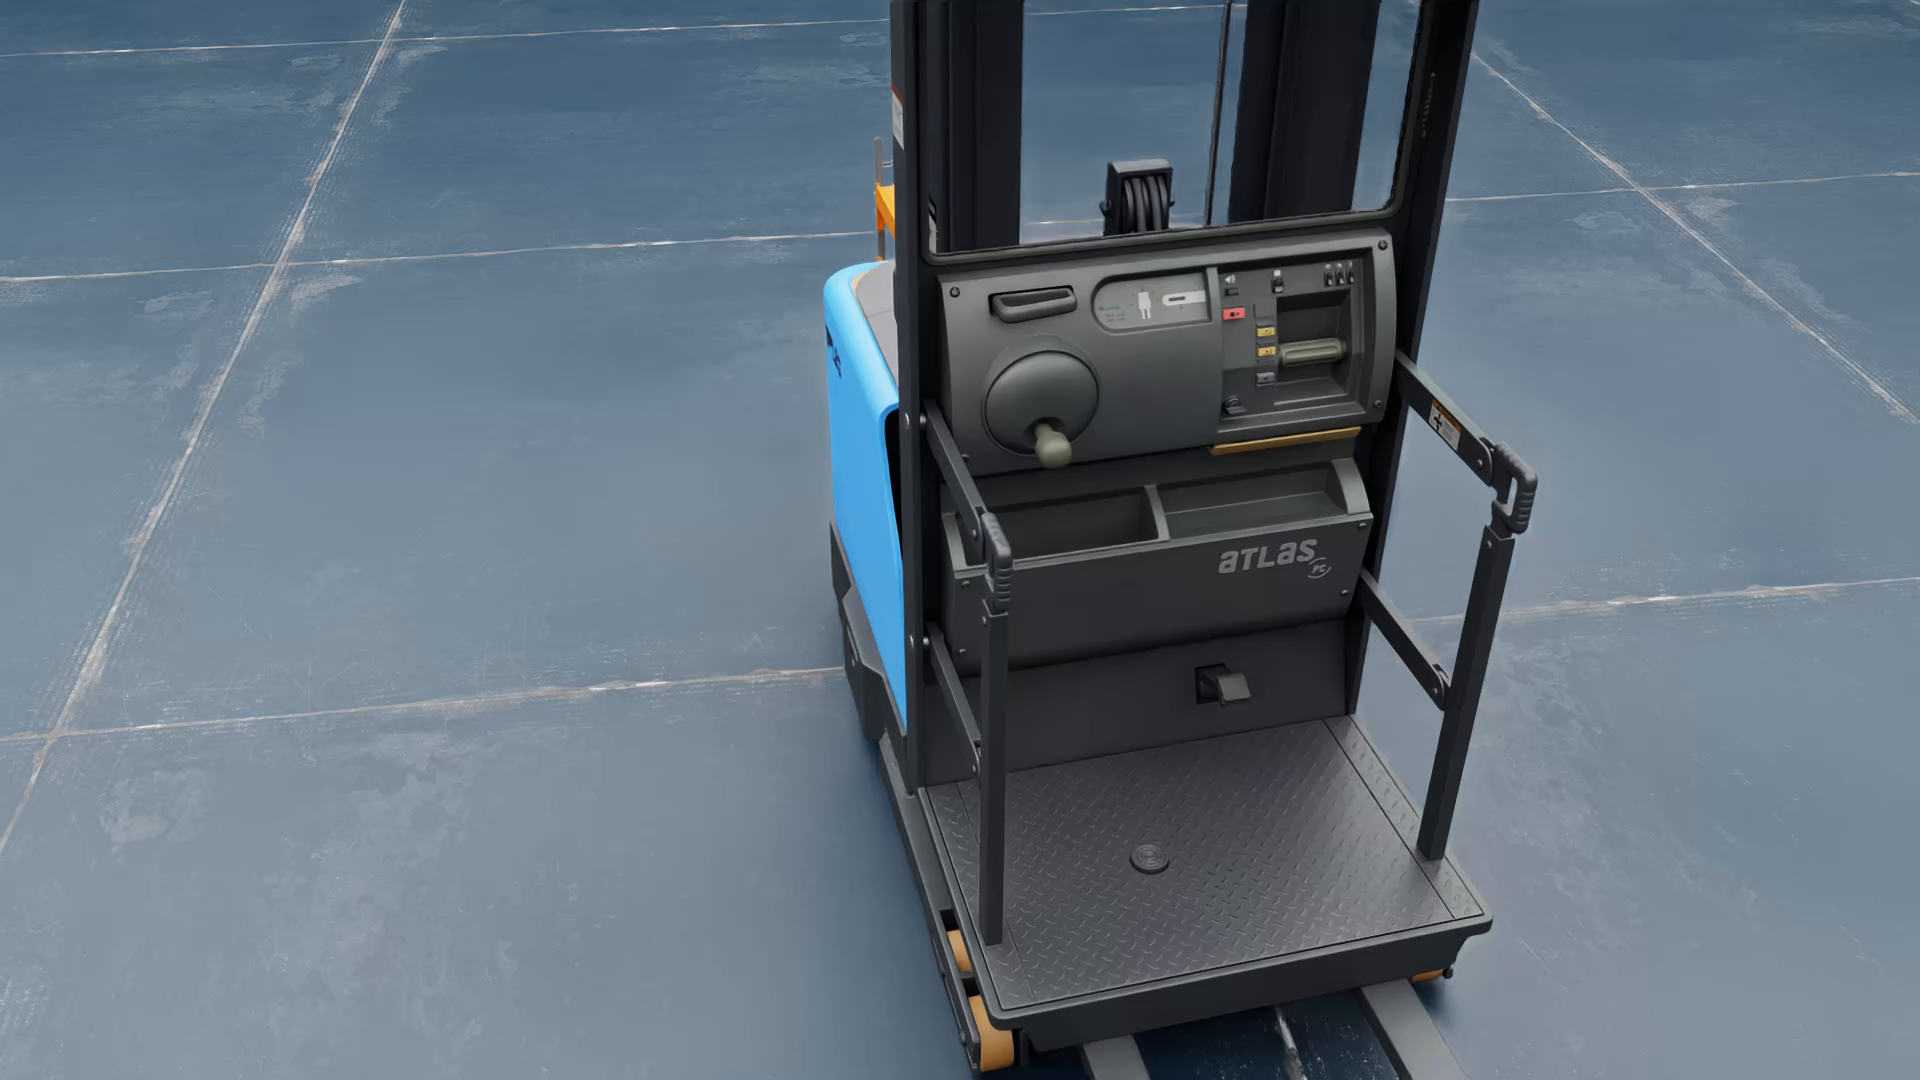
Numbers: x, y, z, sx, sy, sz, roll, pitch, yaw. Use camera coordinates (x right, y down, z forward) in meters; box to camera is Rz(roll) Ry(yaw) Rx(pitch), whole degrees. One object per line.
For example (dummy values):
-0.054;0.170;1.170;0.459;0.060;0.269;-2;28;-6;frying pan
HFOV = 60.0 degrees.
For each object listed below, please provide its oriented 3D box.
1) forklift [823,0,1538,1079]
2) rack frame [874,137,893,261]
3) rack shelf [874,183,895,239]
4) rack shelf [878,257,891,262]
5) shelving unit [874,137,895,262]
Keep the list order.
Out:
0.477;-0.313;3.107;1.130;2.935;3.031;-8;35;-12;forklift
-0.131;-0.687;5.193;0.240;1.200;0.015;-8;35;-12;rack frame
-0.072;-0.878;4.776;0.258;0.148;0.480;-8;35;-12;rack shelf
-0.072;-0.683;4.909;0.258;0.148;0.480;-8;35;-12;rack shelf
-0.072;-0.554;4.997;0.258;1.200;0.503;-8;35;-12;shelving unit
